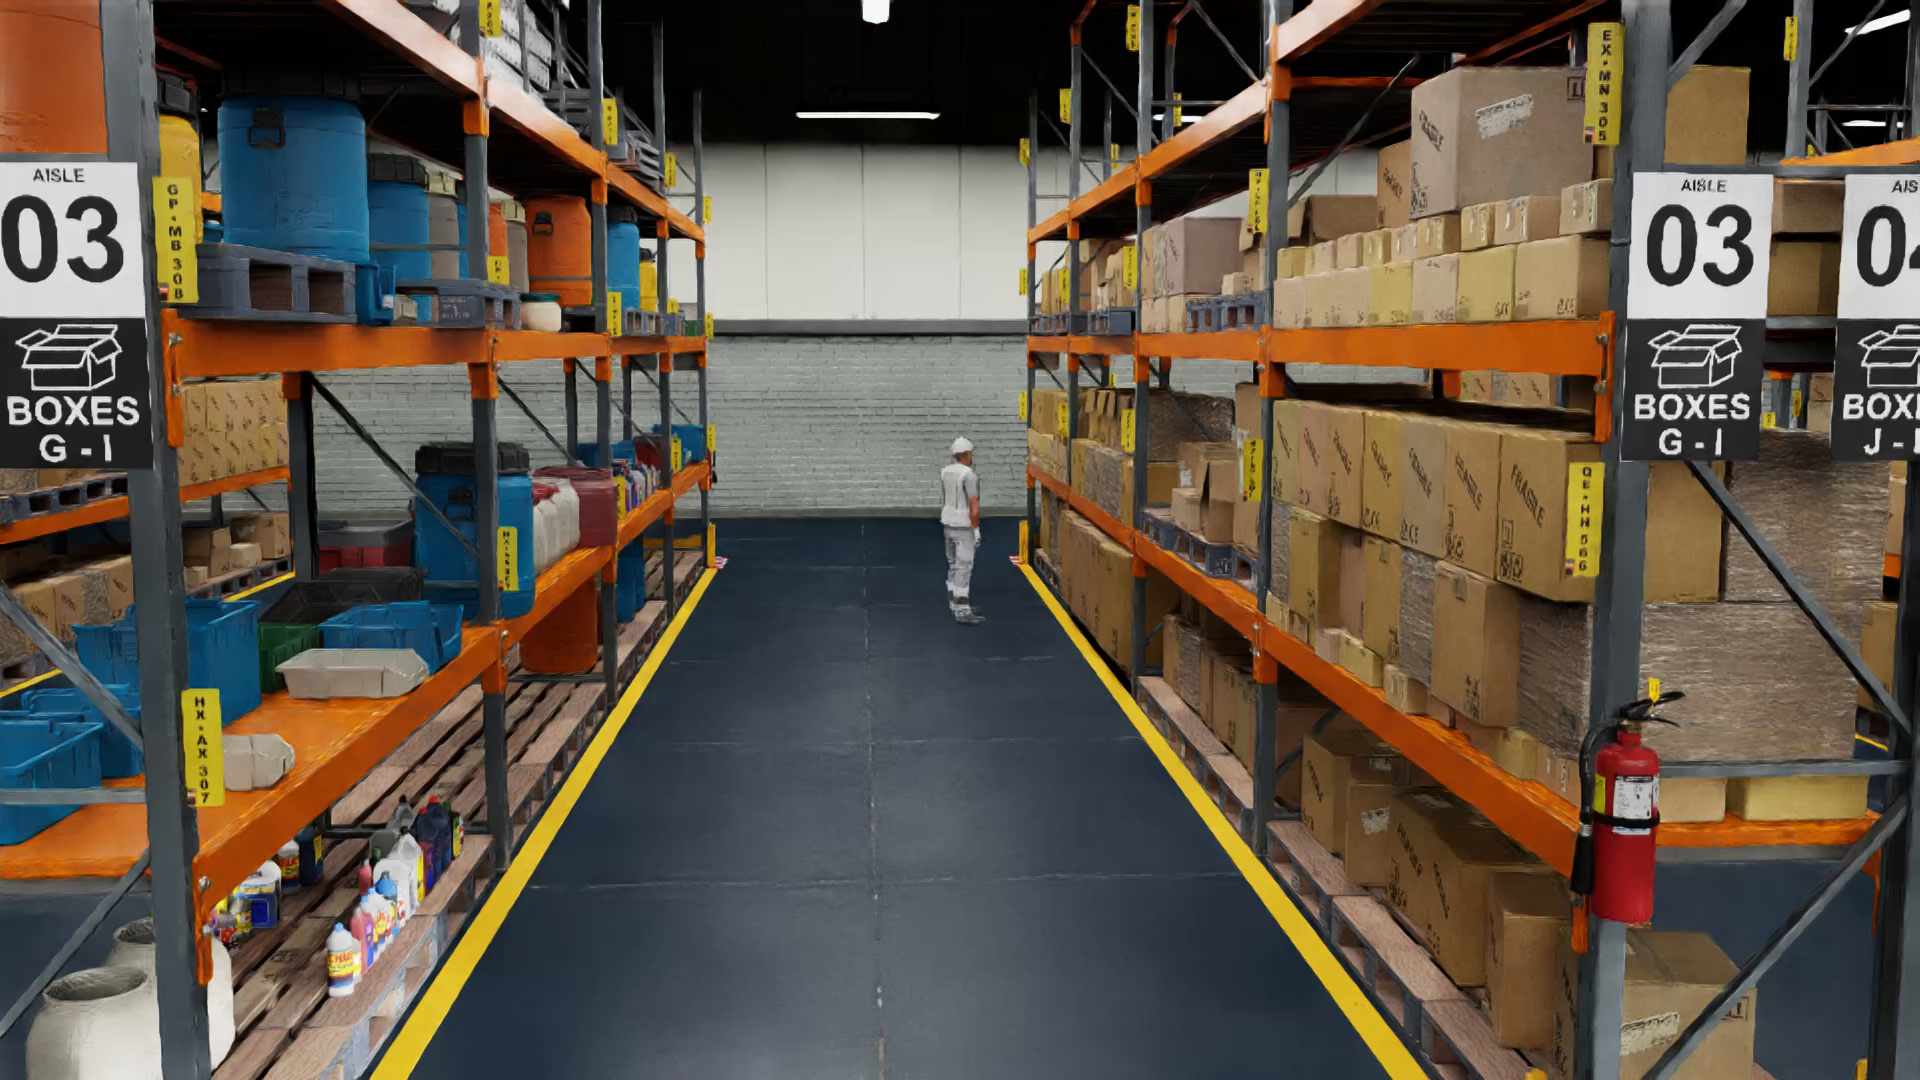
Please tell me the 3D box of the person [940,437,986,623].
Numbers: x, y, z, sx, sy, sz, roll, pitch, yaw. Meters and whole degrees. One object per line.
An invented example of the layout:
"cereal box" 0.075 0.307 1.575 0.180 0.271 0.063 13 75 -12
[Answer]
"person" 0.064 -0.111 16.319 0.456 1.789 0.590 -4 8 -32
